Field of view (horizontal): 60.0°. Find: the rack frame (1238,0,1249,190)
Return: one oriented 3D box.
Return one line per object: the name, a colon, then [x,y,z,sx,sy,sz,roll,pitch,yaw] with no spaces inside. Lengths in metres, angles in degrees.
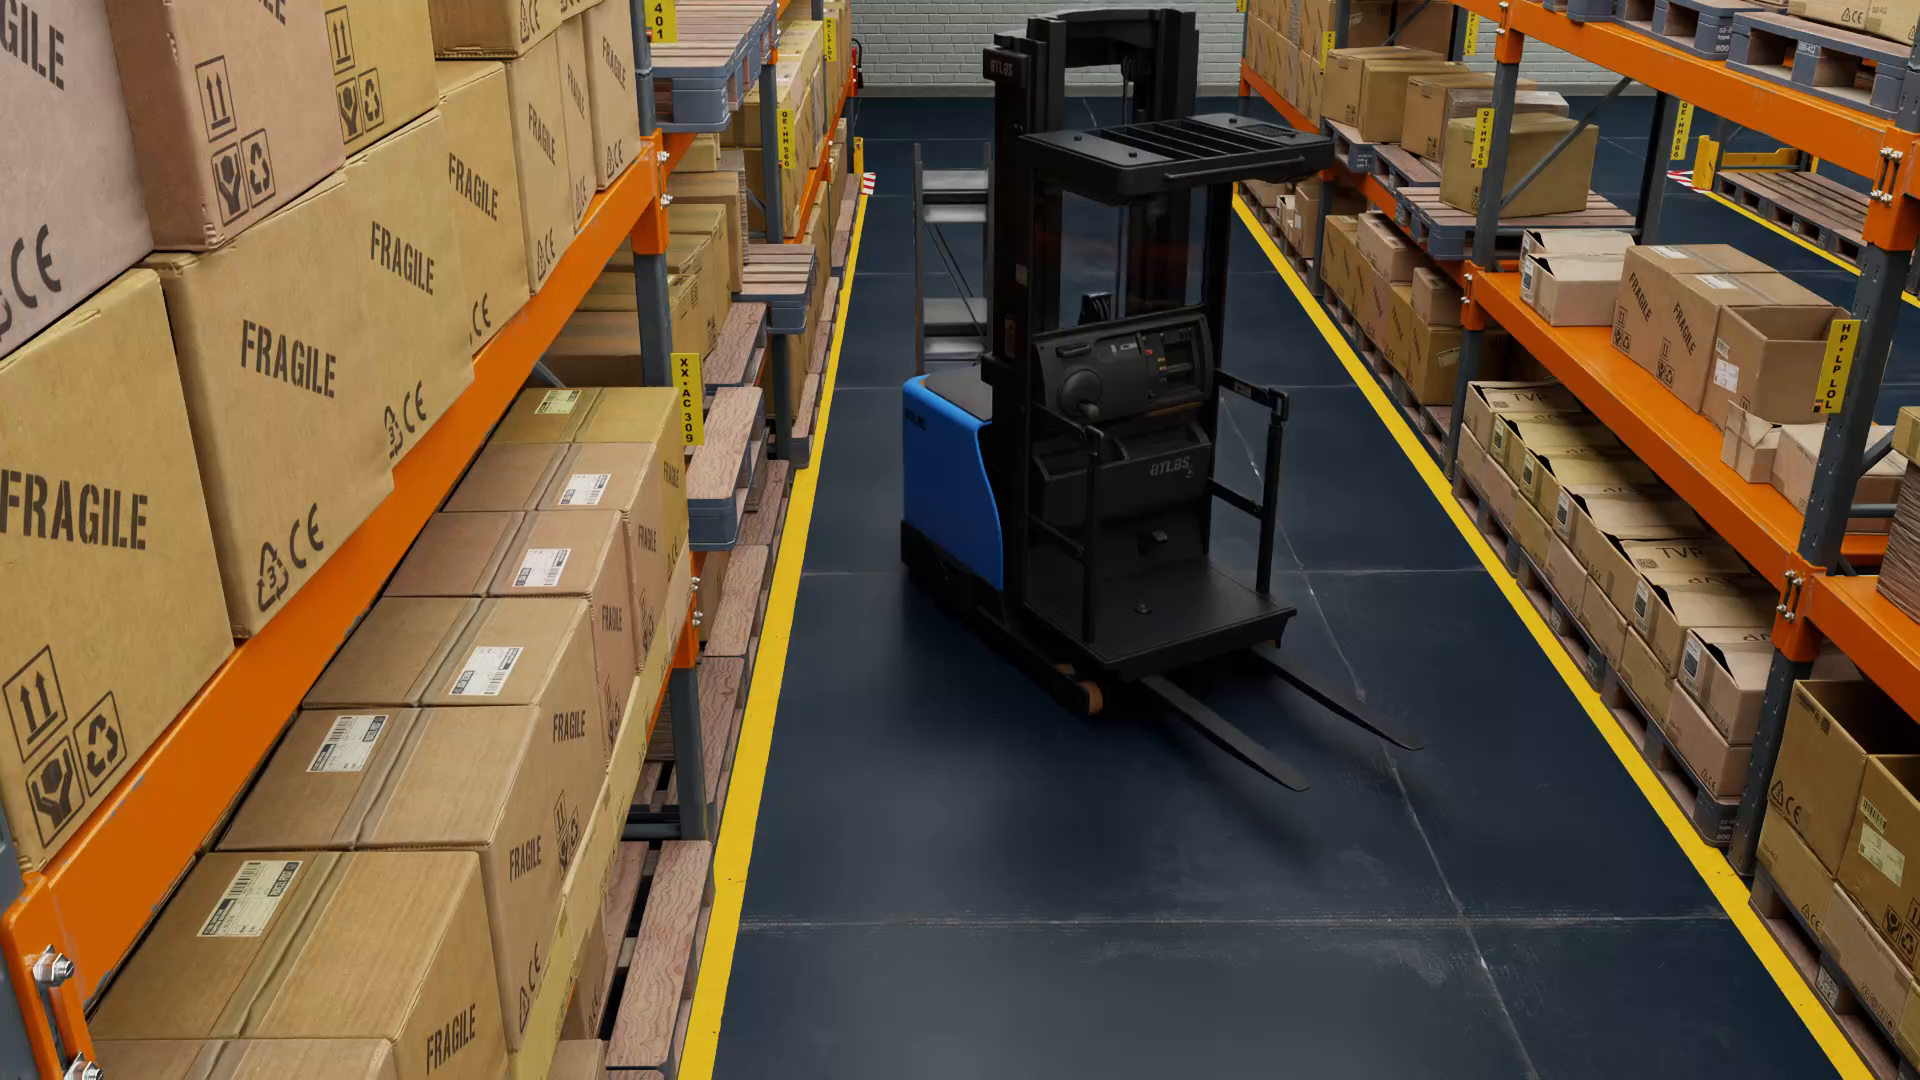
rack frame: [3.359,-5.041,16.756,1.000,3.000,0.127,0,24,-1]

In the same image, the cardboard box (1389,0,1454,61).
cardboard box: [3.679,-4.089,13.317,0.500,0.500,0.500,0,24,1]

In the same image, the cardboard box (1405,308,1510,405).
cardboard box: [3.202,-1.190,10.741,0.500,0.500,0.500,1,24,2]

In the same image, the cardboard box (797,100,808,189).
cardboard box: [-1.257,-2.532,10.703,0.500,0.500,0.500,0,24,-1]

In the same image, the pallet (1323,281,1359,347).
pallet: [3.450,-1.787,12.945,1.003,0.211,1.213,0,24,-1]

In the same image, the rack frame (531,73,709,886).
rack frame: [-1.463,-0.072,5.770,1.000,3.000,0.127,0,24,-1]

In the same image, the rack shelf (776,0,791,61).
rack shelf: [-1.528,-3.584,10.767,1.077,0.370,4.000,0,24,-1]

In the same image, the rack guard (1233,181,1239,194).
rack guard: [3.360,-3.871,17.202,1.175,0.500,0.348,0,24,-1]

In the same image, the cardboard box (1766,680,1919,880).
cardboard box: [3.182,0.816,5.723,0.500,0.500,0.500,0,24,-1]

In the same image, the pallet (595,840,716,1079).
pallet: [-1.420,1.475,5.733,1.003,0.211,1.213,0,24,-1]

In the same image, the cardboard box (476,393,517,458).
cardboard box: [-1.667,-0.160,5.212,0.500,0.500,0.500,-1,24,-2]

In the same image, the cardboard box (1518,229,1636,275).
cardboard box: [3.407,-1.554,9.154,0.500,0.311,0.500,1,24,3]

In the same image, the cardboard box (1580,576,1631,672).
cardboard box: [3.186,0.376,7.605,0.500,0.250,0.500,0,24,1]

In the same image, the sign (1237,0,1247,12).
sign: [2.817,-5.433,16.572,0.100,0.325,0.005,0,24,-1]

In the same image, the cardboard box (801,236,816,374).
cardboard box: [-1.387,-1.597,11.240,0.750,0.750,0.750,0,24,-1]

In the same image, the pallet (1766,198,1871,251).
pallet: [8.293,-2.950,15.516,1.003,0.211,1.213,0,24,-1]

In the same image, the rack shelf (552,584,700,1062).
rack shelf: [-1.441,1.080,4.096,1.077,0.370,4.000,0,24,-1]

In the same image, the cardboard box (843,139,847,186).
cardboard box: [-1.486,-3.782,16.495,0.700,0.500,0.500,0,24,-1]

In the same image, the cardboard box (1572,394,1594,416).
cardboard box: [3.699,-0.724,9.357,0.500,0.311,0.500,0,24,1]

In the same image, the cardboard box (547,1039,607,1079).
cardboard box: [-1.301,1.691,4.370,0.700,0.500,0.500,-2,24,-4]

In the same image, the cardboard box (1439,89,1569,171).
cardboard box: [3.508,-2.618,10.768,0.700,0.500,0.500,4,25,9]

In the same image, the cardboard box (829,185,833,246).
cardboard box: [-1.456,-2.730,14.170,0.700,0.500,0.500,0,24,0]

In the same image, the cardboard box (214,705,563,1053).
cardboard box: [-1.119,0.679,3.357,0.500,0.500,0.500,-1,24,-2]

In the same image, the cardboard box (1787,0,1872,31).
cardboard box: [3.485,-2.066,6.211,0.500,0.250,0.500,-3,24,-6]

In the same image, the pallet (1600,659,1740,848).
pallet: [3.443,0.871,7.068,1.003,0.211,1.213,0,24,-1]

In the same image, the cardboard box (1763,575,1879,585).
cardboard box: [3.735,0.332,7.022,0.500,0.311,0.500,-1,24,-1]

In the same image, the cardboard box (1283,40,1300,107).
cardboard box: [3.126,-4.067,14.481,0.500,0.500,0.500,0,24,1]

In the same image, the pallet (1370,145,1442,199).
pallet: [3.421,-2.458,11.278,1.003,0.211,1.213,0,24,-1]

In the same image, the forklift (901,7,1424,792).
forklift: [0.862,-0.754,7.360,1.130,2.935,3.031,-13,28,-27]

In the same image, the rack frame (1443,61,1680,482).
rack frame: [3.447,-1.744,9.467,1.000,3.000,0.127,0,24,-1]

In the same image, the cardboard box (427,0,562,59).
cardboard box: [-1.154,-1.303,3.492,0.500,0.500,0.500,-1,24,-2]

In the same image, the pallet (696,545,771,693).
pallet: [-1.489,0.373,8.168,1.003,0.211,1.213,0,24,-1]

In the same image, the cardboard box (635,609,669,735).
cardboard box: [-1.157,0.386,4.914,0.500,0.250,0.500,0,24,0]

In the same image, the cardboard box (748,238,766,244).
cardboard box: [-1.279,-1.752,9.764,0.380,0.149,0.250,-1,24,-1]

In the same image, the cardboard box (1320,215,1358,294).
cardboard box: [3.165,-2.254,13.093,0.500,0.500,0.500,-1,24,-3]

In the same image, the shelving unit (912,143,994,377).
shelving unit: [-0.032,-1.042,9.007,0.431,2.100,0.503,-1,24,-2]

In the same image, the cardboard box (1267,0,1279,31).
cardboard box: [3.114,-4.937,15.190,0.500,0.500,0.500,0,24,0]

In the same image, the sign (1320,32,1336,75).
sign: [2.861,-3.782,12.921,0.100,0.325,0.005,0,24,-1]

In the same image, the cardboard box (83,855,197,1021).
cardboard box: [-1.633,0.893,2.884,0.500,0.500,0.500,0,24,0]

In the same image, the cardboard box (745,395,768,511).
cardboard box: [-1.447,-0.486,9.183,0.700,0.500,0.500,0,24,0]

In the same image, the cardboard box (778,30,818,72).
cardboard box: [-1.293,-3.499,11.929,0.500,0.250,0.500,0,24,1]

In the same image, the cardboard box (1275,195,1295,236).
cardboard box: [3.105,-2.911,14.774,0.500,0.311,0.500,0,24,-1]

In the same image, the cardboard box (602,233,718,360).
cardboard box: [-1.472,-1.030,7.232,0.700,0.500,0.500,3,25,7]

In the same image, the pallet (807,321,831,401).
pallet: [-1.450,-1.277,11.817,1.003,0.211,1.213,0,24,-1]

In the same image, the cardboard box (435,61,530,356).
cardboard box: [-1.180,-0.641,3.241,0.500,0.500,0.500,1,24,3]

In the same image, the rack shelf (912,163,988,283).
rack shelf: [-0.032,-1.668,8.724,0.431,0.518,0.480,-1,24,-2]

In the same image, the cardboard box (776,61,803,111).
cardboard box: [-1.270,-2.868,10.535,0.500,0.250,0.500,0,24,0]

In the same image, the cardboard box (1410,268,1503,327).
cardboard box: [3.197,-1.555,10.638,0.500,0.250,0.500,1,24,1]

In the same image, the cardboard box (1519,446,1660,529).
cardboard box: [3.176,-0.295,8.408,0.500,0.311,0.500,-1,24,-2]

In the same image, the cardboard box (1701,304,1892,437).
cardboard box: [3.493,-0.675,6.982,0.500,0.500,0.500,1,24,3]

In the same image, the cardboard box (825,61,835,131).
cardboard box: [-1.540,-3.729,13.491,0.980,0.700,0.700,0,24,0]
